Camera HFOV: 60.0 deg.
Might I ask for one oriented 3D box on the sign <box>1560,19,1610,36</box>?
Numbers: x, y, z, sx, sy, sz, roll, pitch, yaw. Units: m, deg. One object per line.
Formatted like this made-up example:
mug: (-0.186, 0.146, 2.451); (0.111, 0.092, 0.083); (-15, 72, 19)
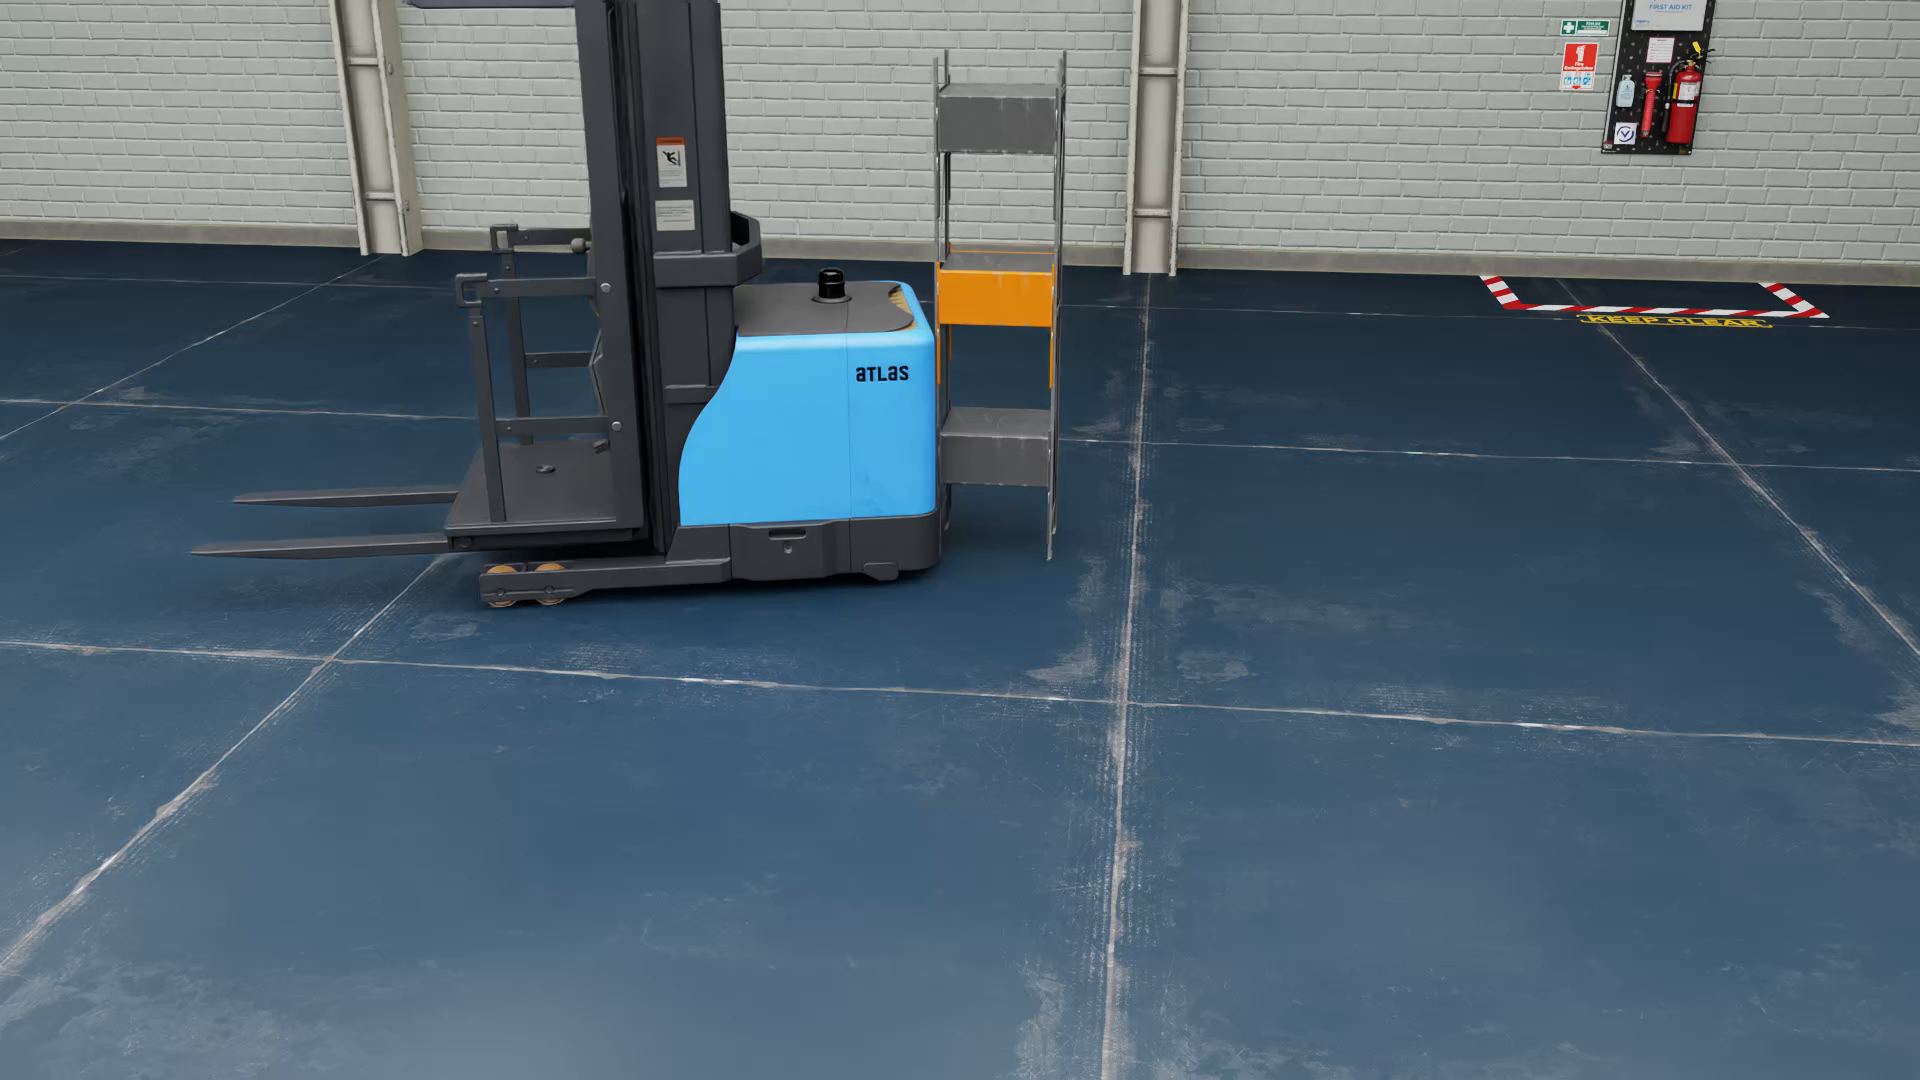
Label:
sign: (4.413, -3.617, 11.740); (0.331, 0.109, 0.001); (2, 22, 6)

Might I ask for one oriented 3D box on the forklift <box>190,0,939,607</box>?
forklift: (-1.646, -1.296, 6.731); (3.031, 2.935, 1.130); (-3, 22, -7)

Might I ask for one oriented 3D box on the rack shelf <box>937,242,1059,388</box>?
rack shelf: (0.167, -0.957, 7.041); (0.480, 0.518, 0.431); (2, 22, 6)

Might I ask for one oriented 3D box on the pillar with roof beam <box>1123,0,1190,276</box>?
pillar with roof beam: (0.931, -4.653, 6.969); (0.400, 9.000, 9.100); (2, 22, 6)

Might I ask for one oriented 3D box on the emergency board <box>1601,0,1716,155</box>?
emergency board: (4.947, -3.296, 11.697); (0.643, 1.169, 0.194); (2, 22, 6)

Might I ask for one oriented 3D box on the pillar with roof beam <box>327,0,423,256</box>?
pillar with roof beam: (-5.027, -4.912, 7.626); (0.400, 9.000, 9.100); (2, 22, 6)

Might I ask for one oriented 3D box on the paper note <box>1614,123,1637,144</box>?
paper note: (4.779, -2.919, 11.942); (0.142, 0.148, 0.016); (2, 22, 6)

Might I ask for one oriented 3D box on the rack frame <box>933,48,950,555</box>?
rack frame: (-0.076, -0.979, 7.061); (0.015, 2.100, 0.400); (2, 22, 6)

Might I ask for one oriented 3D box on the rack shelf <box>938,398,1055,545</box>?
rack shelf: (0.167, -0.306, 7.299); (0.480, 0.518, 0.431); (2, 22, 6)

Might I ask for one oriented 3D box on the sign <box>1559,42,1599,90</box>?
sign: (4.410, -3.374, 11.846); (0.234, 0.329, 0.001); (2, 22, 6)

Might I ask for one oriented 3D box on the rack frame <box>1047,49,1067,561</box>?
rack frame: (0.409, -0.960, 7.011); (0.015, 2.100, 0.400); (2, 22, 6)

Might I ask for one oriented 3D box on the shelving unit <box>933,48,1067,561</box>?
shelving unit: (0.167, -0.970, 7.036); (0.503, 2.100, 0.431); (2, 22, 6)

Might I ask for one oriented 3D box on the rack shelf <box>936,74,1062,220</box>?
rack shelf: (0.167, -1.608, 6.784); (0.480, 0.518, 0.431); (2, 22, 6)
